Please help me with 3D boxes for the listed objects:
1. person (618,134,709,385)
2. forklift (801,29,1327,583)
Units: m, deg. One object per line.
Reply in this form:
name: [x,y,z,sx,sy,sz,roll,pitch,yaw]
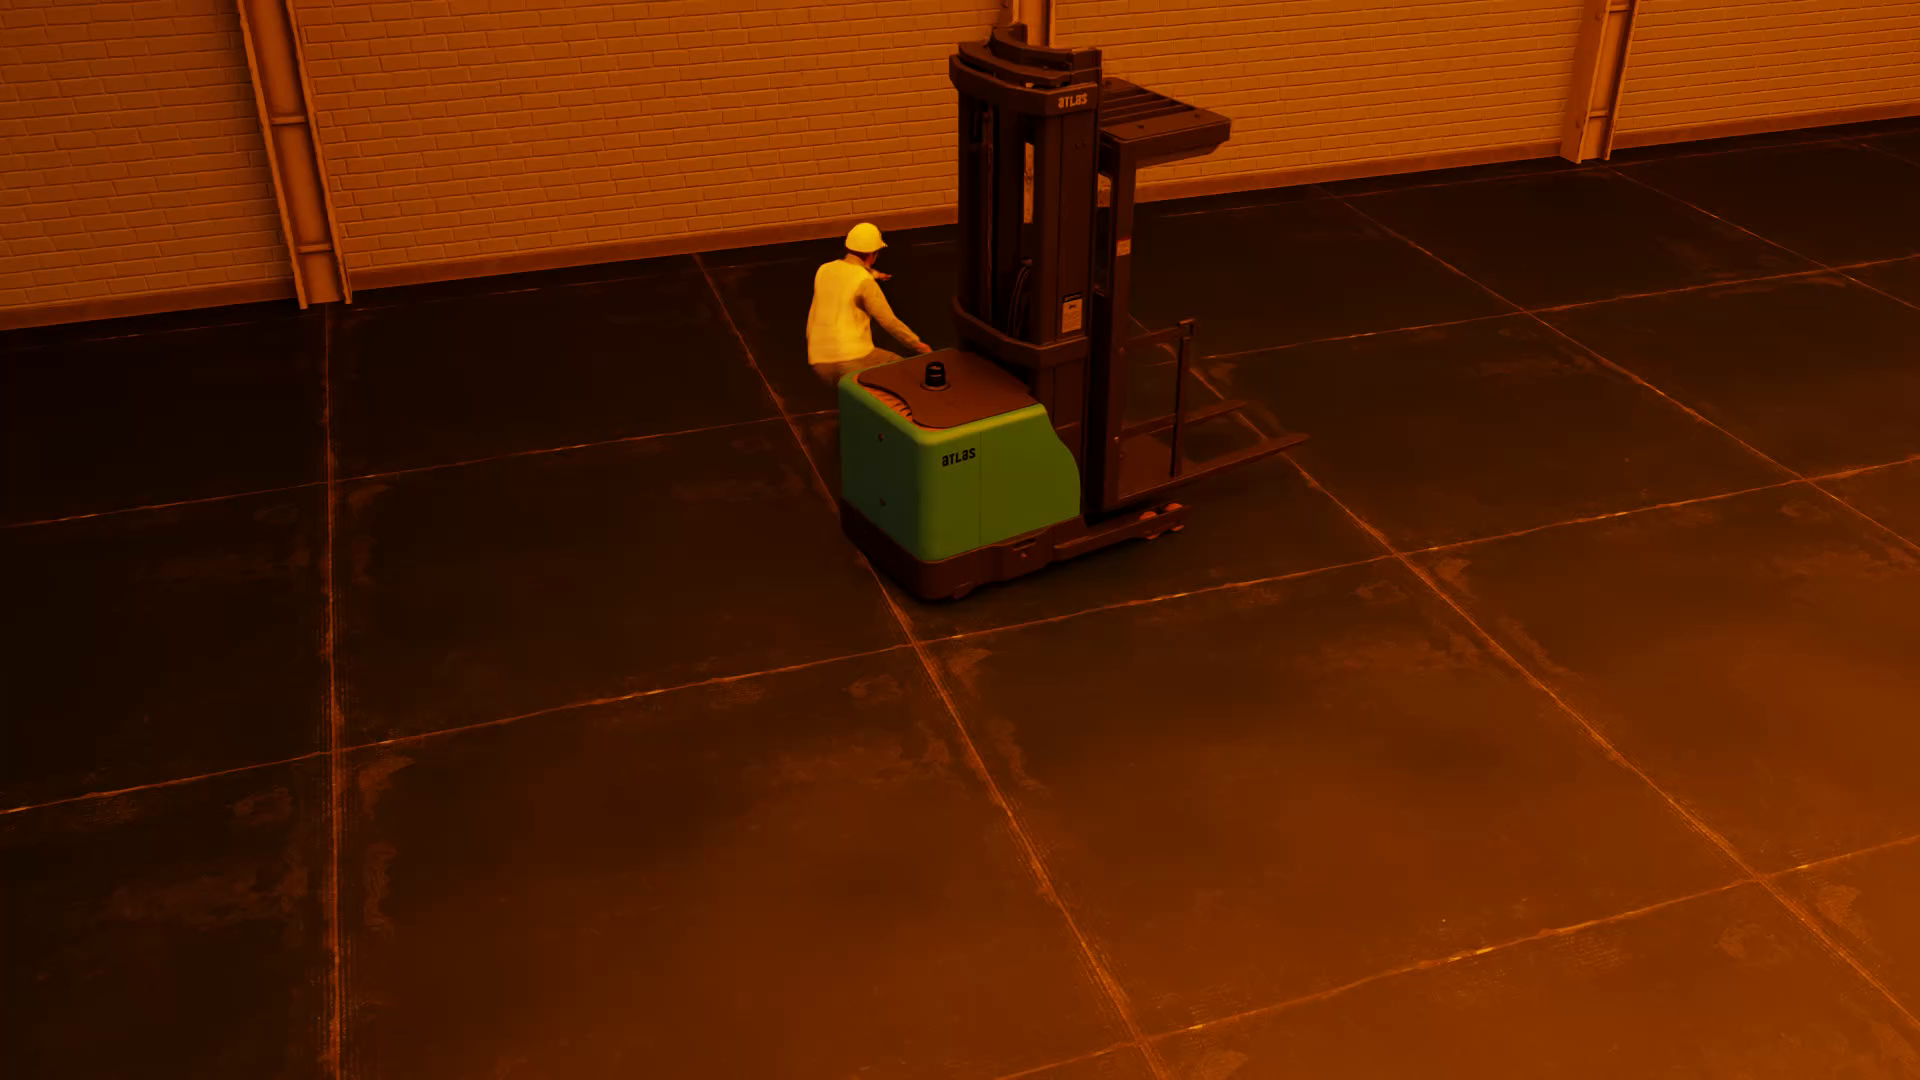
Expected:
person: [-2.097,-1.974,11.680,0.591,1.777,0.392,22,37,33]
forklift: [0.616,-1.286,9.321,3.031,2.935,1.130,-1,30,-1]
